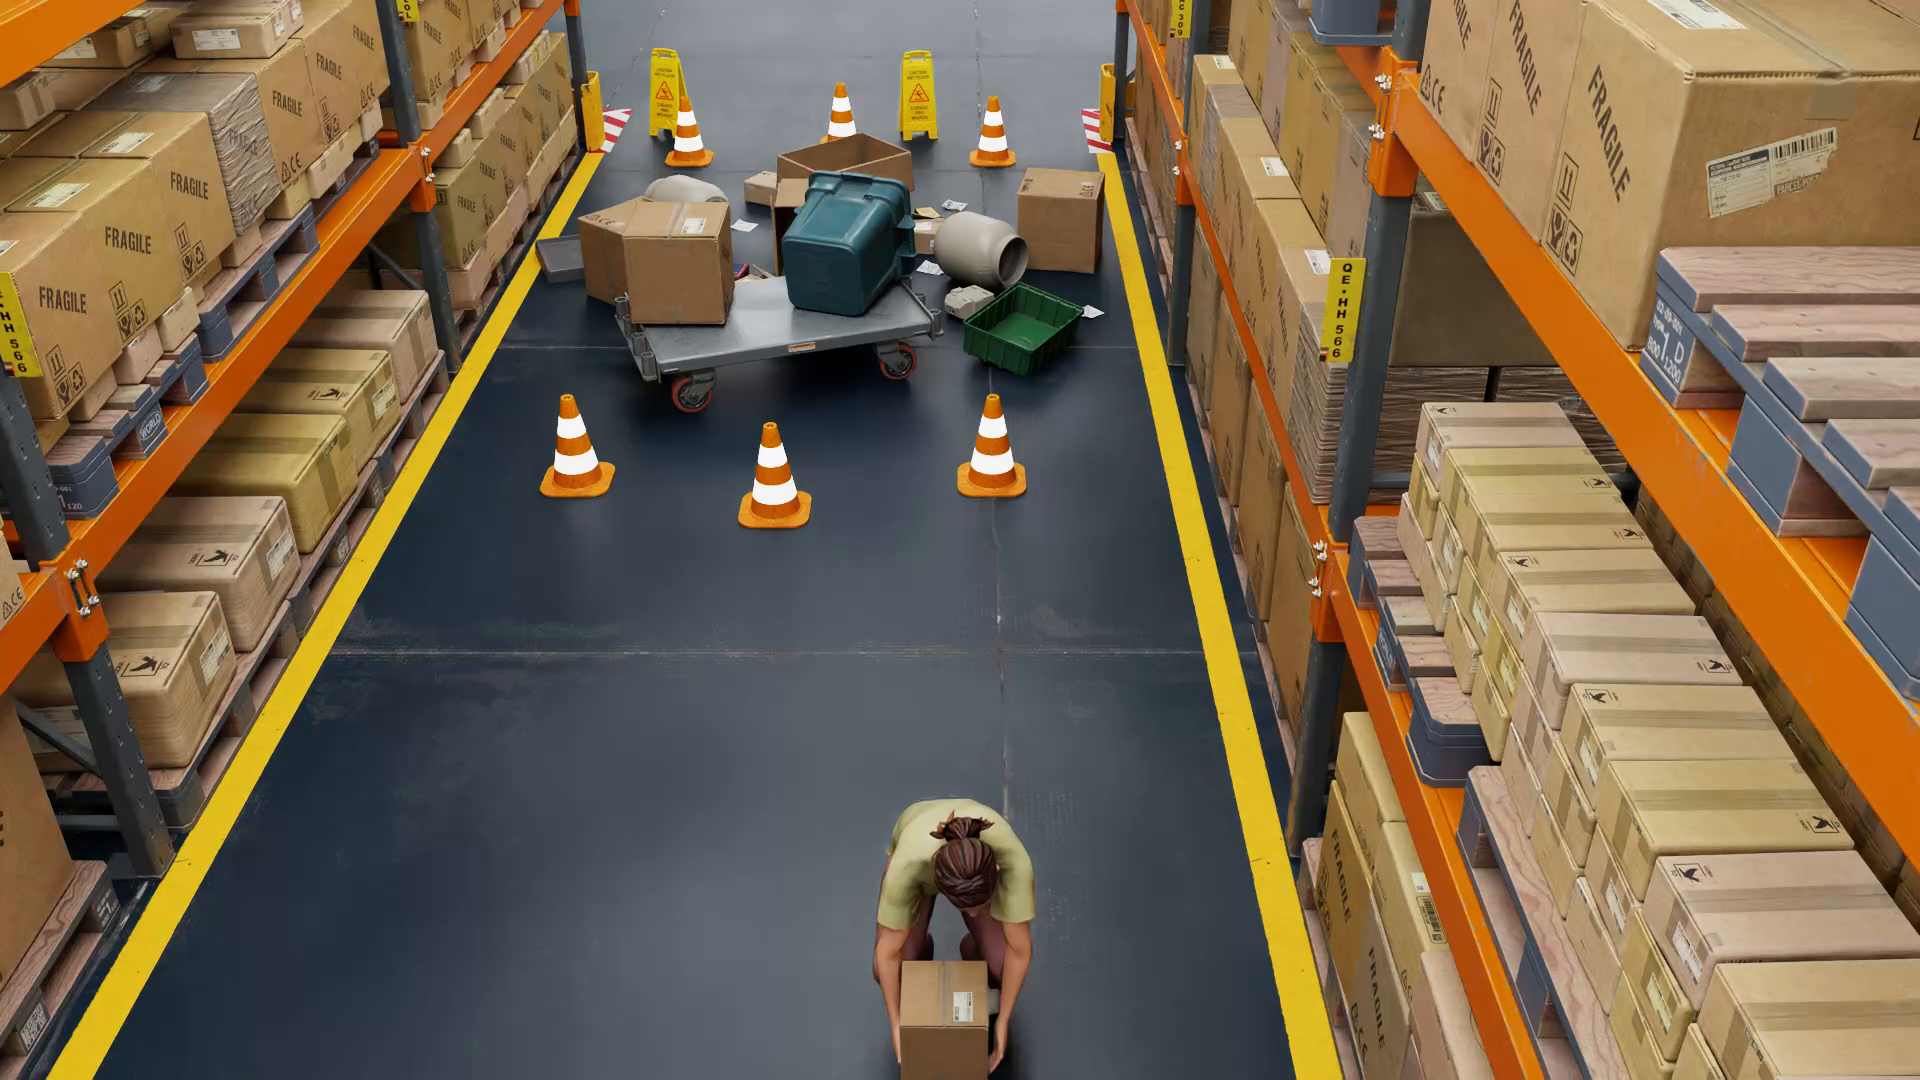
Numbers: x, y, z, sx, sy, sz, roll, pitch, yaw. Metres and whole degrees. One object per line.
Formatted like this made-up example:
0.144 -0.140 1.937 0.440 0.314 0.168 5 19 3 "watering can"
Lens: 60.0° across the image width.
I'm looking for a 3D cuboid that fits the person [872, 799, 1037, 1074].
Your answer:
-0.020 1.109 5.047 0.490 0.935 0.795 0 32 0 "person"
